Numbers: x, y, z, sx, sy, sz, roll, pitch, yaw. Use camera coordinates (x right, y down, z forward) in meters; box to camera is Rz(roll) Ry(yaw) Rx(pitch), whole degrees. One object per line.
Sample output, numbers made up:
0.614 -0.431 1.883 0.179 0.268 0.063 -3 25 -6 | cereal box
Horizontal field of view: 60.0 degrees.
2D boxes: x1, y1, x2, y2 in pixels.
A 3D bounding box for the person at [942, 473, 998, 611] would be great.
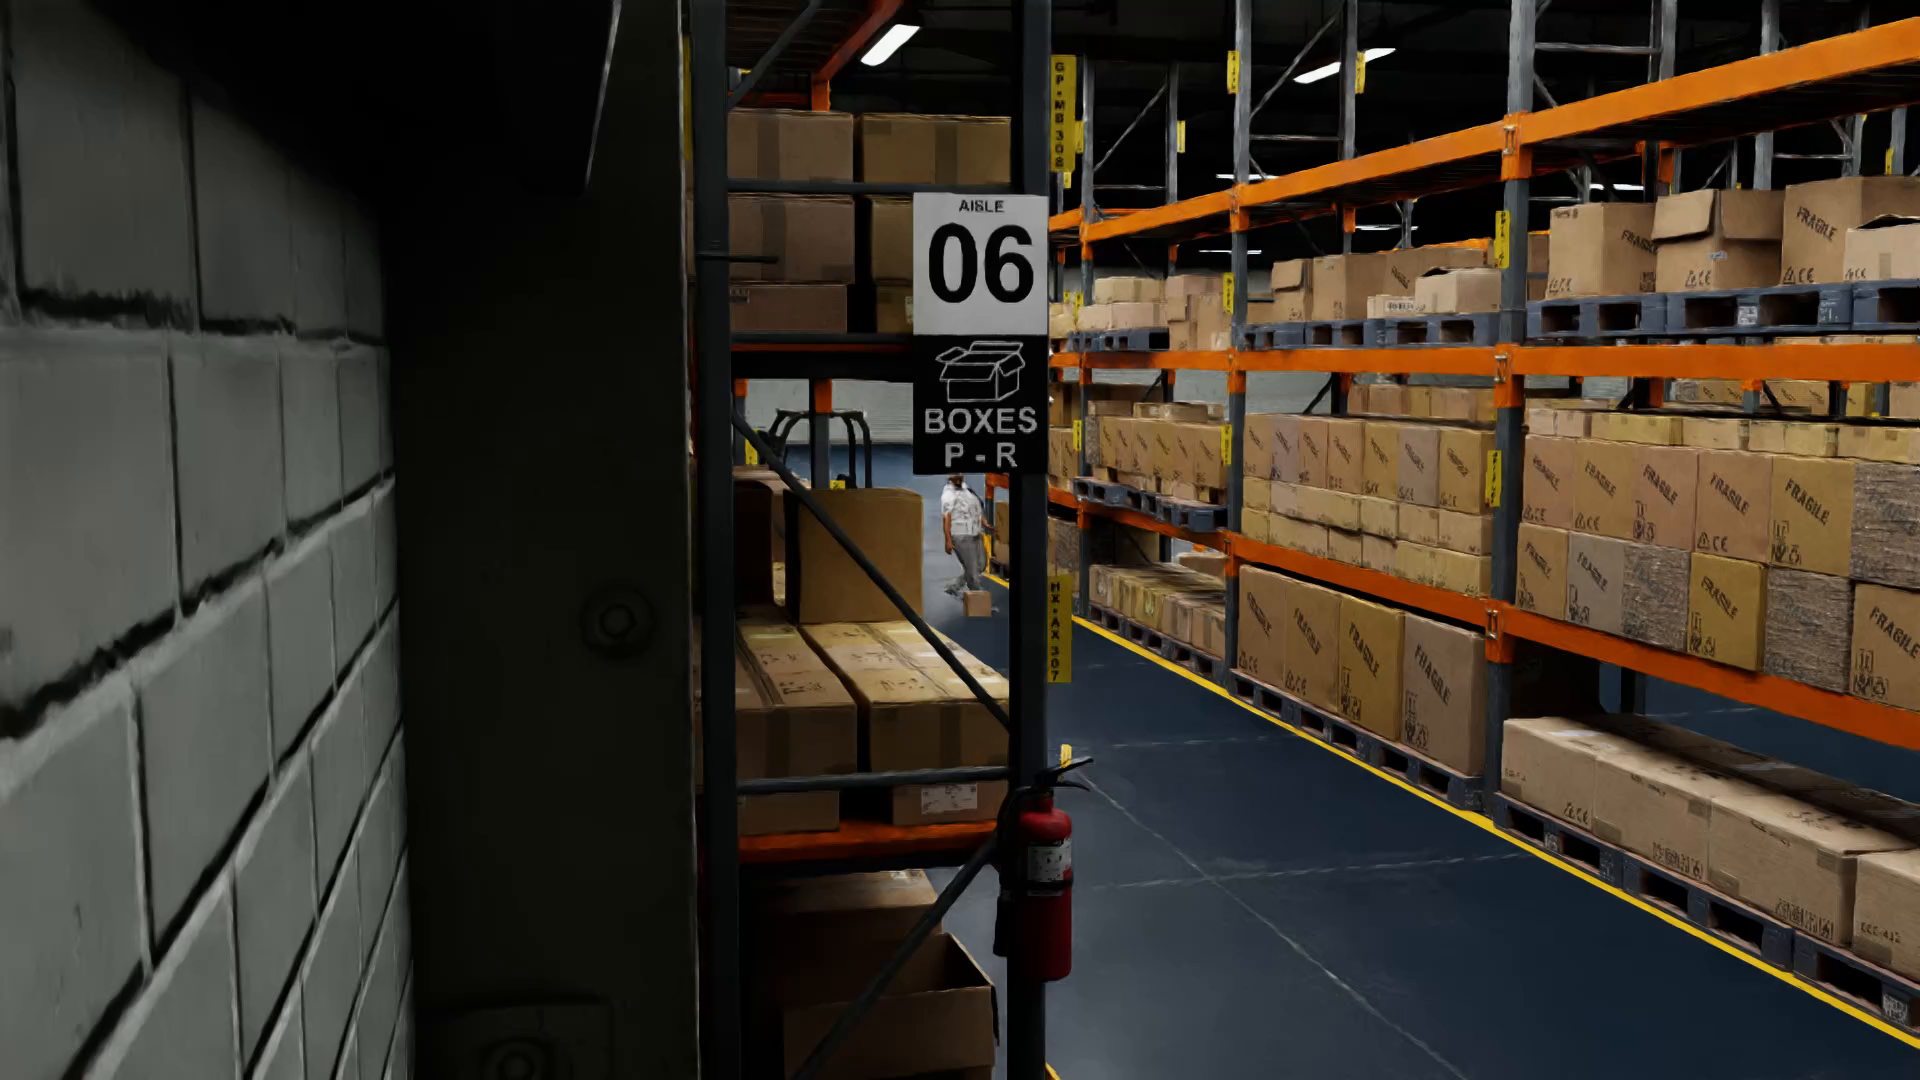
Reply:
0.106 -0.039 18.092 0.626 1.641 0.567 2 7 19 | person
